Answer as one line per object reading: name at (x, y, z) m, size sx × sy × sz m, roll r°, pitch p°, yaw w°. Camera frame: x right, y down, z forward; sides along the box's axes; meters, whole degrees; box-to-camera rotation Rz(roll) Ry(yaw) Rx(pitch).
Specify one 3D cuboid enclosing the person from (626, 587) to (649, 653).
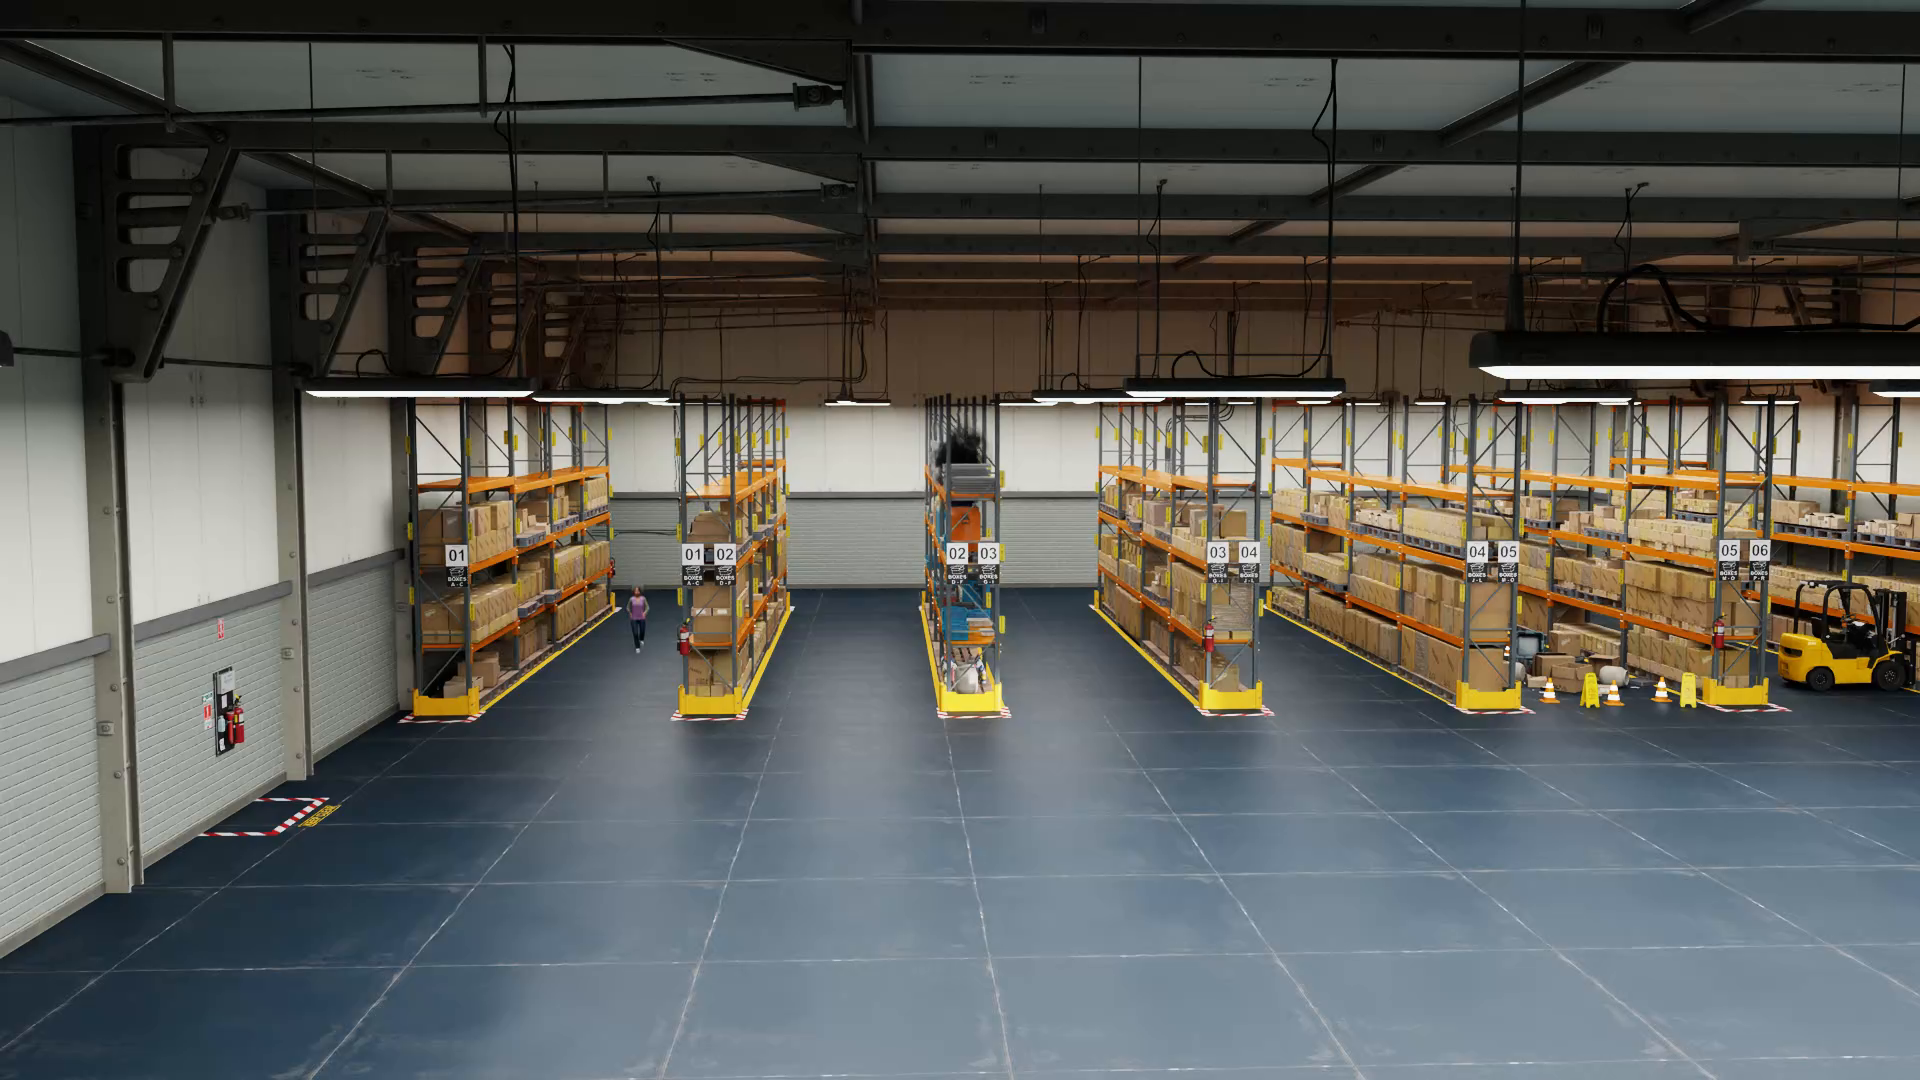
person at (-7.562, 1.866, 39.011) m, size 0.532 × 1.550 × 0.559 m, roll -1°, pitch 5°, yaw -11°

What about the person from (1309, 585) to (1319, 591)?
person at (10.285, 1.066, 48.687) m, size 0.655 × 1.650 × 0.904 m, roll -4°, pitch 6°, yaw -44°

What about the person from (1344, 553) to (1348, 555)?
person at (11.283, 1.031, 48.933) m, size 0.654 × 1.689 × 0.545 m, roll -1°, pitch 5°, yaw -7°
